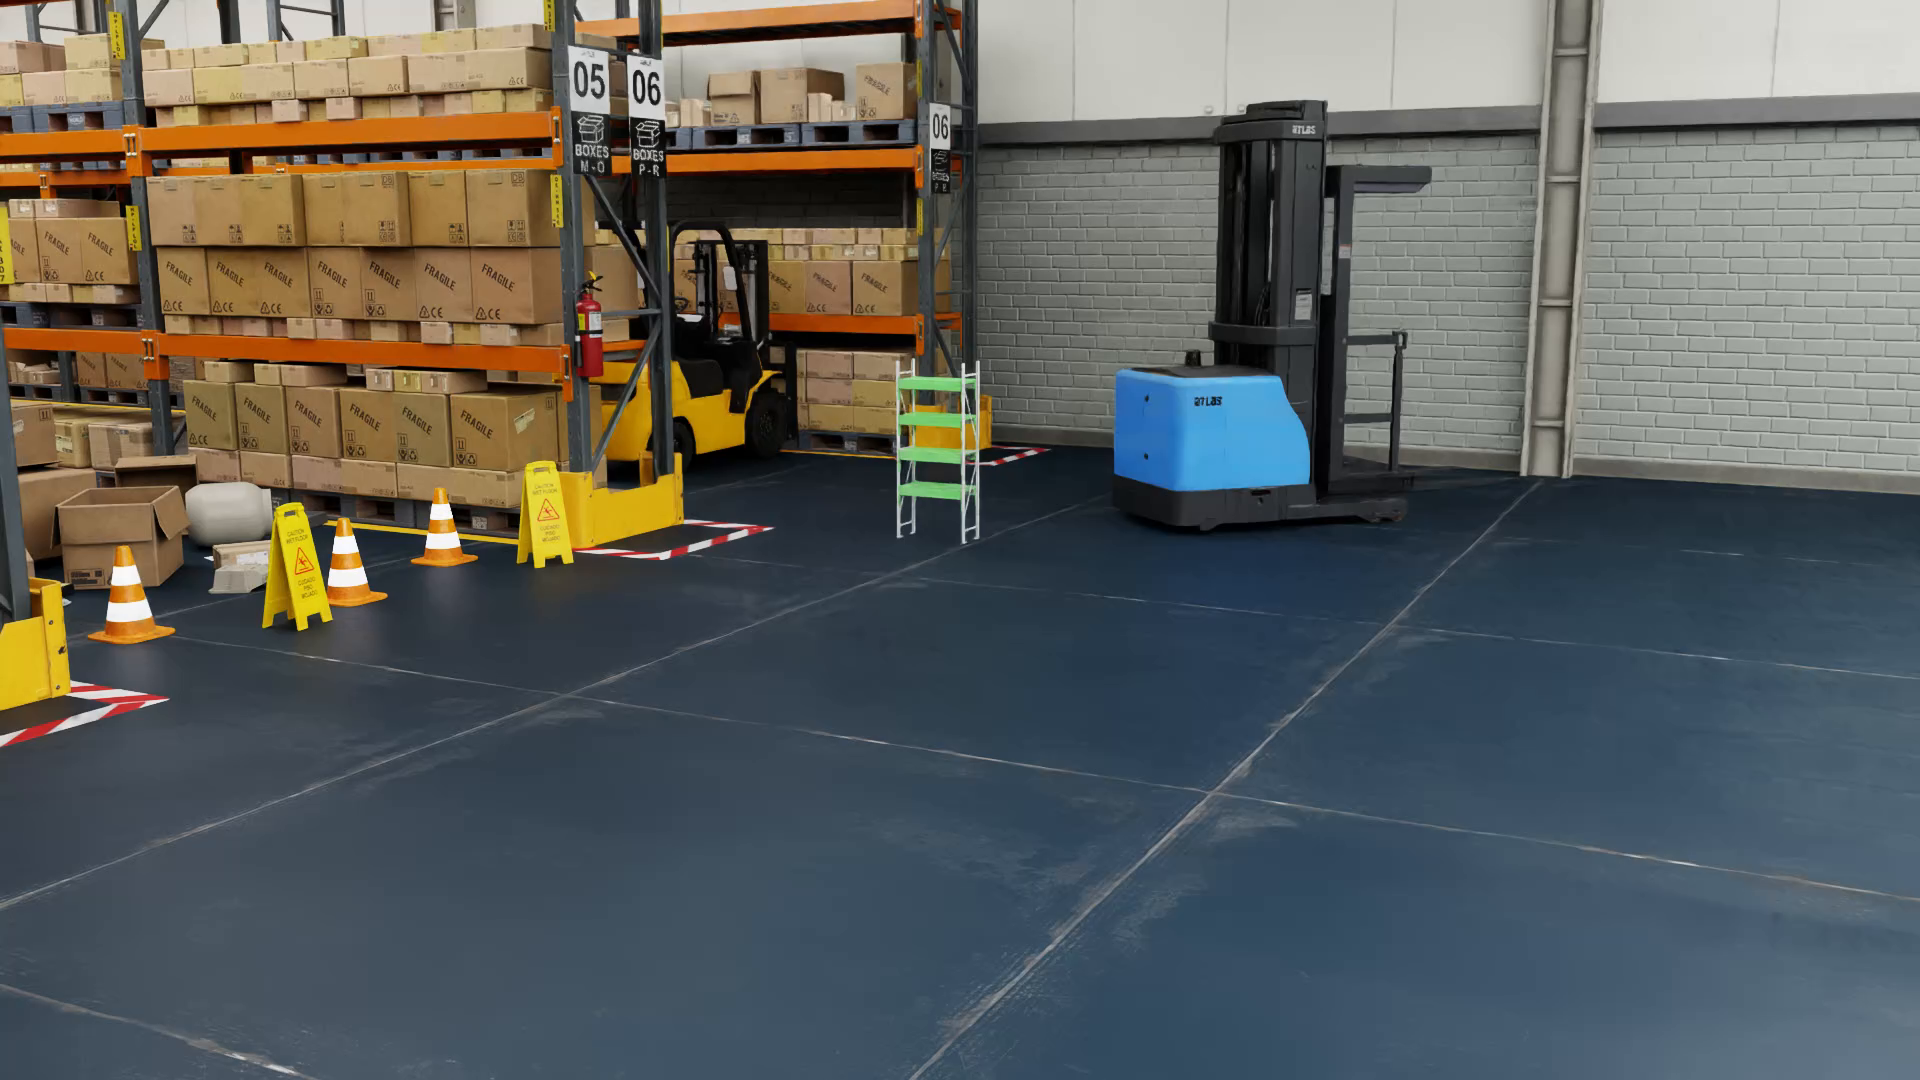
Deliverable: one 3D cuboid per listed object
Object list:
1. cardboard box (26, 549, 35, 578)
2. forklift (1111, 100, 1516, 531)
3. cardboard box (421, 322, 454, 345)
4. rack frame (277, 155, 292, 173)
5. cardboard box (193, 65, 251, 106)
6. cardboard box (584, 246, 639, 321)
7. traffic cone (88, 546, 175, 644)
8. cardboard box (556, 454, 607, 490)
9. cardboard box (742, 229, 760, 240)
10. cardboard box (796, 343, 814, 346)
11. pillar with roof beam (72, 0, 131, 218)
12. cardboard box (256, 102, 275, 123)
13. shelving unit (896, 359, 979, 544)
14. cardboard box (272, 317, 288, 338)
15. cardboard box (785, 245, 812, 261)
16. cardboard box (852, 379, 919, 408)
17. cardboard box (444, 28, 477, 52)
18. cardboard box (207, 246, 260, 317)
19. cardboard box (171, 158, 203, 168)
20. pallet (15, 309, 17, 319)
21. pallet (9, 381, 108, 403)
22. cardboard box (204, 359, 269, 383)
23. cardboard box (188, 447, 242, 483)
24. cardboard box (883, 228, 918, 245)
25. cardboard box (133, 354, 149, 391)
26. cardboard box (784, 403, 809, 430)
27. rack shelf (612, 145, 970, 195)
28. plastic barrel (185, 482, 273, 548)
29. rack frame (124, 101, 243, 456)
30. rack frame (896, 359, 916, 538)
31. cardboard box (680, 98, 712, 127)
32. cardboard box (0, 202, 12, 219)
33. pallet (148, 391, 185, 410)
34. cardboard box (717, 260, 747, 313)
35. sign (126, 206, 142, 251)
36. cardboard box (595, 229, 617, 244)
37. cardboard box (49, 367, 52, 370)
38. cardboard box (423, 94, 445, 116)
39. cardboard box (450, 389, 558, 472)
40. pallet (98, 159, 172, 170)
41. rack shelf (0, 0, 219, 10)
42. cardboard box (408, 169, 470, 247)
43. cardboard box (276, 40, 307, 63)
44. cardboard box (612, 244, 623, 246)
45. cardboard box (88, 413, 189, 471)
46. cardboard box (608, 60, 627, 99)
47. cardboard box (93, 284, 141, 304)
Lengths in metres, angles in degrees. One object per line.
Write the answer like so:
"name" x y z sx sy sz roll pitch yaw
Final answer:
"cardboard box" -5.630 0.153 9.638 0.258 0.266 0.396 7 13 36
"forklift" 2.680 -1.646 12.094 3.031 2.935 1.130 -4 11 -22
"cardboard box" -3.470 -1.430 11.413 0.250 0.149 0.380 5 12 27
"rack frame" -7.281 -2.940 19.053 0.127 3.000 1.000 5 11 26
"cardboard box" -5.146 -3.263 12.000 0.500 0.250 0.500 5 11 25
"cardboard box" -2.601 -1.794 11.604 0.500 0.500 0.500 5 11 25
"traffic cone" -4.247 0.261 8.486 0.334 0.463 0.336 5 11 26
"cardboard box" -2.900 -0.478 11.991 0.500 0.250 0.500 5 11 25
"cardboard box" -1.899 -2.939 16.110 0.250 0.149 0.380 5 11 27
"cardboard box" -1.804 -1.845 16.736 0.500 0.250 0.500 5 11 25
"pillar with roof beam" -12.998 -5.719 17.560 0.400 9.000 9.100 5 11 26
"cardboard box" -4.793 -3.040 11.889 0.250 0.149 0.380 5 11 24
"shelving unit" -0.148 -0.603 11.195 0.503 1.200 0.258 5 11 26
"cardboard box" -4.785 -1.564 12.152 0.250 0.149 0.380 5 11 26
"cardboard box" -1.467 -2.741 15.852 0.250 0.149 0.380 5 11 24
"cardboard box" -0.681 -1.398 15.669 0.500 0.250 0.500 5 11 25
"cardboard box" -3.184 -3.285 11.000 0.250 0.149 0.380 5 11 25
"cardboard box" -5.155 -1.913 12.259 0.500 0.500 0.500 5 11 26
"cardboard box" -8.748 -4.423 19.245 0.500 0.250 0.500 5 11 26
"pallet" -8.787 -2.014 14.472 1.003 0.211 1.213 5 11 26
"pallet" -11.483 -1.937 21.343 1.213 0.211 1.003 5 11 26
"cardboard box" -5.391 -1.265 12.410 0.250 0.149 0.380 5 11 27
"cardboard box" -5.477 -0.596 12.642 0.500 0.250 0.500 4 11 23
"cardboard box" -0.521 -2.819 15.447 0.250 0.149 0.380 5 11 26
"cardboard box" -9.606 -2.078 20.127 0.500 0.500 0.500 5 11 24
"cardboard box" -1.554 -1.232 16.154 0.500 0.250 0.500 5 11 26
"rack shelf" -1.900 -3.589 16.238 4.000 0.370 1.077 5 11 26
"plastic barrel" -4.821 -0.170 10.981 0.512 0.421 0.421 -4 11 -23
"rack frame" -5.886 -1.832 12.930 0.127 3.000 1.000 5 11 26
"rack frame" -0.367 -0.623 11.302 0.015 1.200 0.240 5 11 26
"cardboard box" -2.497 -4.125 16.096 0.258 0.266 0.396 5 11 24
"cardboard box" -7.882 -2.785 14.078 0.250 0.149 0.380 4 11 23
"pallet" -9.023 -1.729 20.192 1.213 0.211 1.003 5 11 26
"cardboard box" -2.040 -2.476 16.210 0.500 0.500 0.500 5 11 26
"sign" -6.129 -2.313 12.335 0.005 0.325 0.100 5 11 26
"cardboard box" -3.539 -3.067 16.818 0.250 0.149 0.380 5 12 27
"cardboard box" -11.745 -2.183 21.696 0.250 0.149 0.380 5 11 25
"cardboard box" -3.402 -2.924 11.246 0.250 0.149 0.380 5 11 26
"cardboard box" -3.133 -0.761 11.448 0.500 0.500 0.500 5 11 26
"pallet" -9.383 -4.495 19.750 1.003 0.211 1.213 5 11 26
"rack shelf" -7.680 -4.391 13.366 4.000 0.370 1.077 5 11 26
"cardboard box" -3.305 -2.251 11.321 0.500 0.500 0.700 5 11 26
"cardboard box" -4.556 -3.406 11.670 0.250 0.149 0.380 5 11 25
"cardboard box" -3.291 -2.906 16.763 0.250 0.149 0.380 5 12 27
"cardboard box" -6.358 -0.787 13.353 0.625 0.372 0.950 5 11 27
"cardboard box" -2.632 -3.148 11.362 0.500 0.250 0.500 5 11 25
"cardboard box" -6.470 -1.911 12.895 0.250 0.149 0.380 5 11 27
